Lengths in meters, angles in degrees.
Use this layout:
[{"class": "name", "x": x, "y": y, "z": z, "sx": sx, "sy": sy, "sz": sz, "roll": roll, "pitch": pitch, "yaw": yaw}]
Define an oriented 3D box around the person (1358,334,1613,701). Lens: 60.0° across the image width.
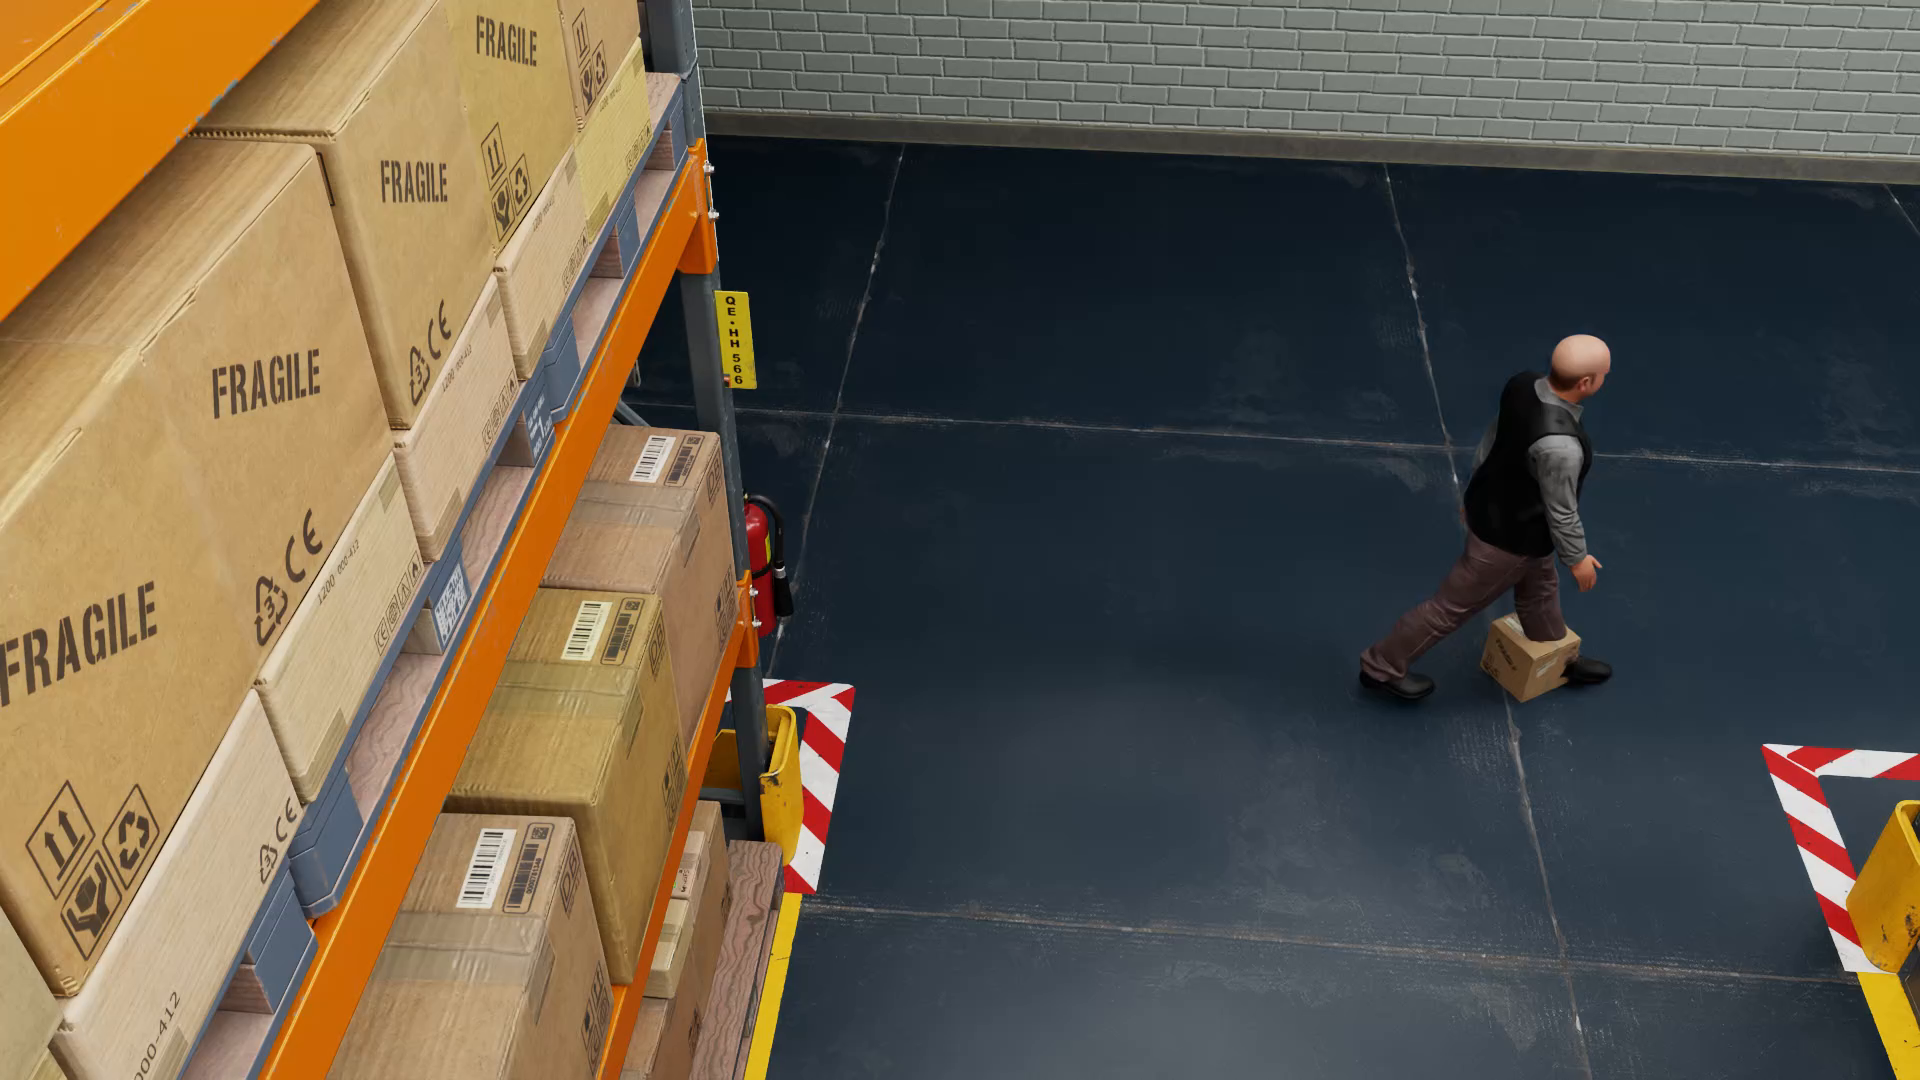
[{"class": "person", "x": 2.130, "y": -0.051, "z": 6.230, "sx": 1.045, "sy": 1.667, "sz": 0.556, "roll": 5, "pitch": 40, "yaw": 6}]
